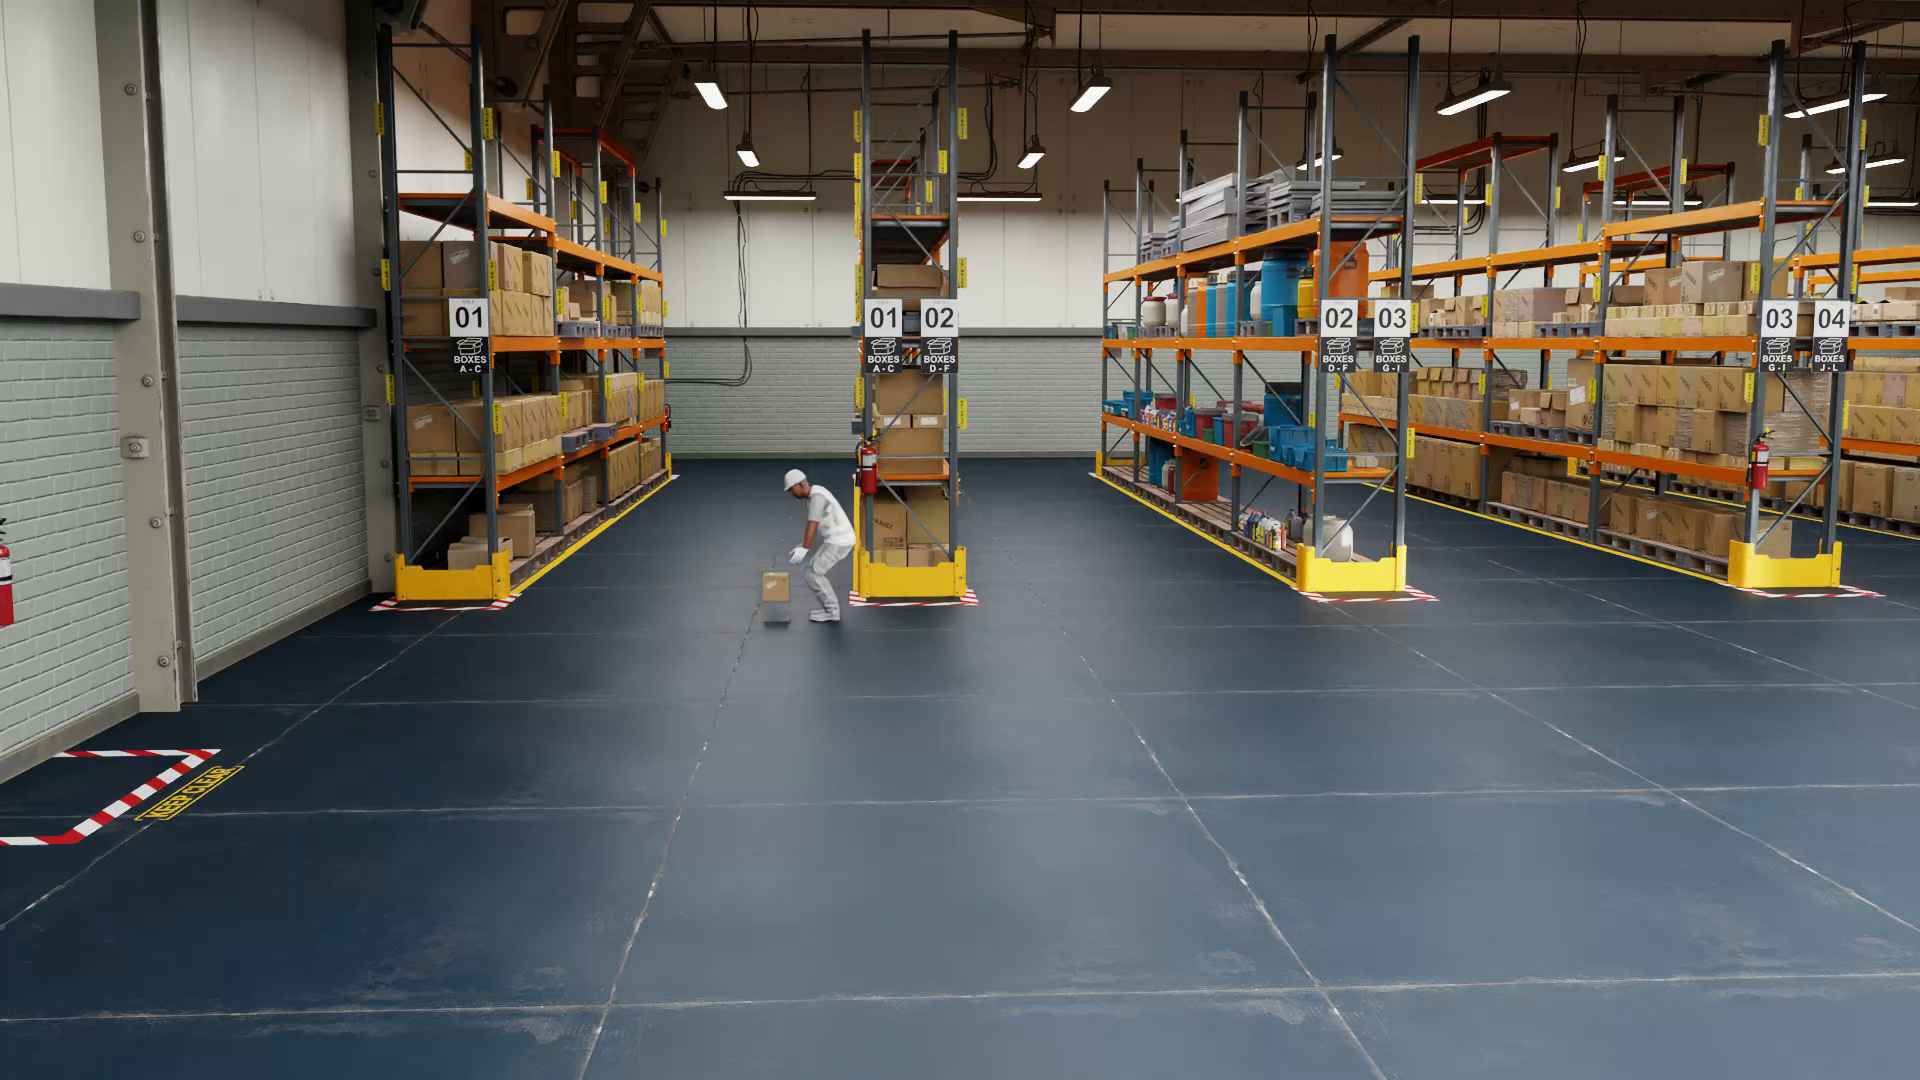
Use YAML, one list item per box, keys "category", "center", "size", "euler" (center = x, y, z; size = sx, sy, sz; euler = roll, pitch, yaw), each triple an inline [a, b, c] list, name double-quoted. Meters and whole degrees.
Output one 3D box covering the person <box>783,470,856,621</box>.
- category: "person"
  center: [-1.386, 0.047, 16.472]
  size: [0.717, 1.498, 0.610]
  euler: [0, 7, -3]
